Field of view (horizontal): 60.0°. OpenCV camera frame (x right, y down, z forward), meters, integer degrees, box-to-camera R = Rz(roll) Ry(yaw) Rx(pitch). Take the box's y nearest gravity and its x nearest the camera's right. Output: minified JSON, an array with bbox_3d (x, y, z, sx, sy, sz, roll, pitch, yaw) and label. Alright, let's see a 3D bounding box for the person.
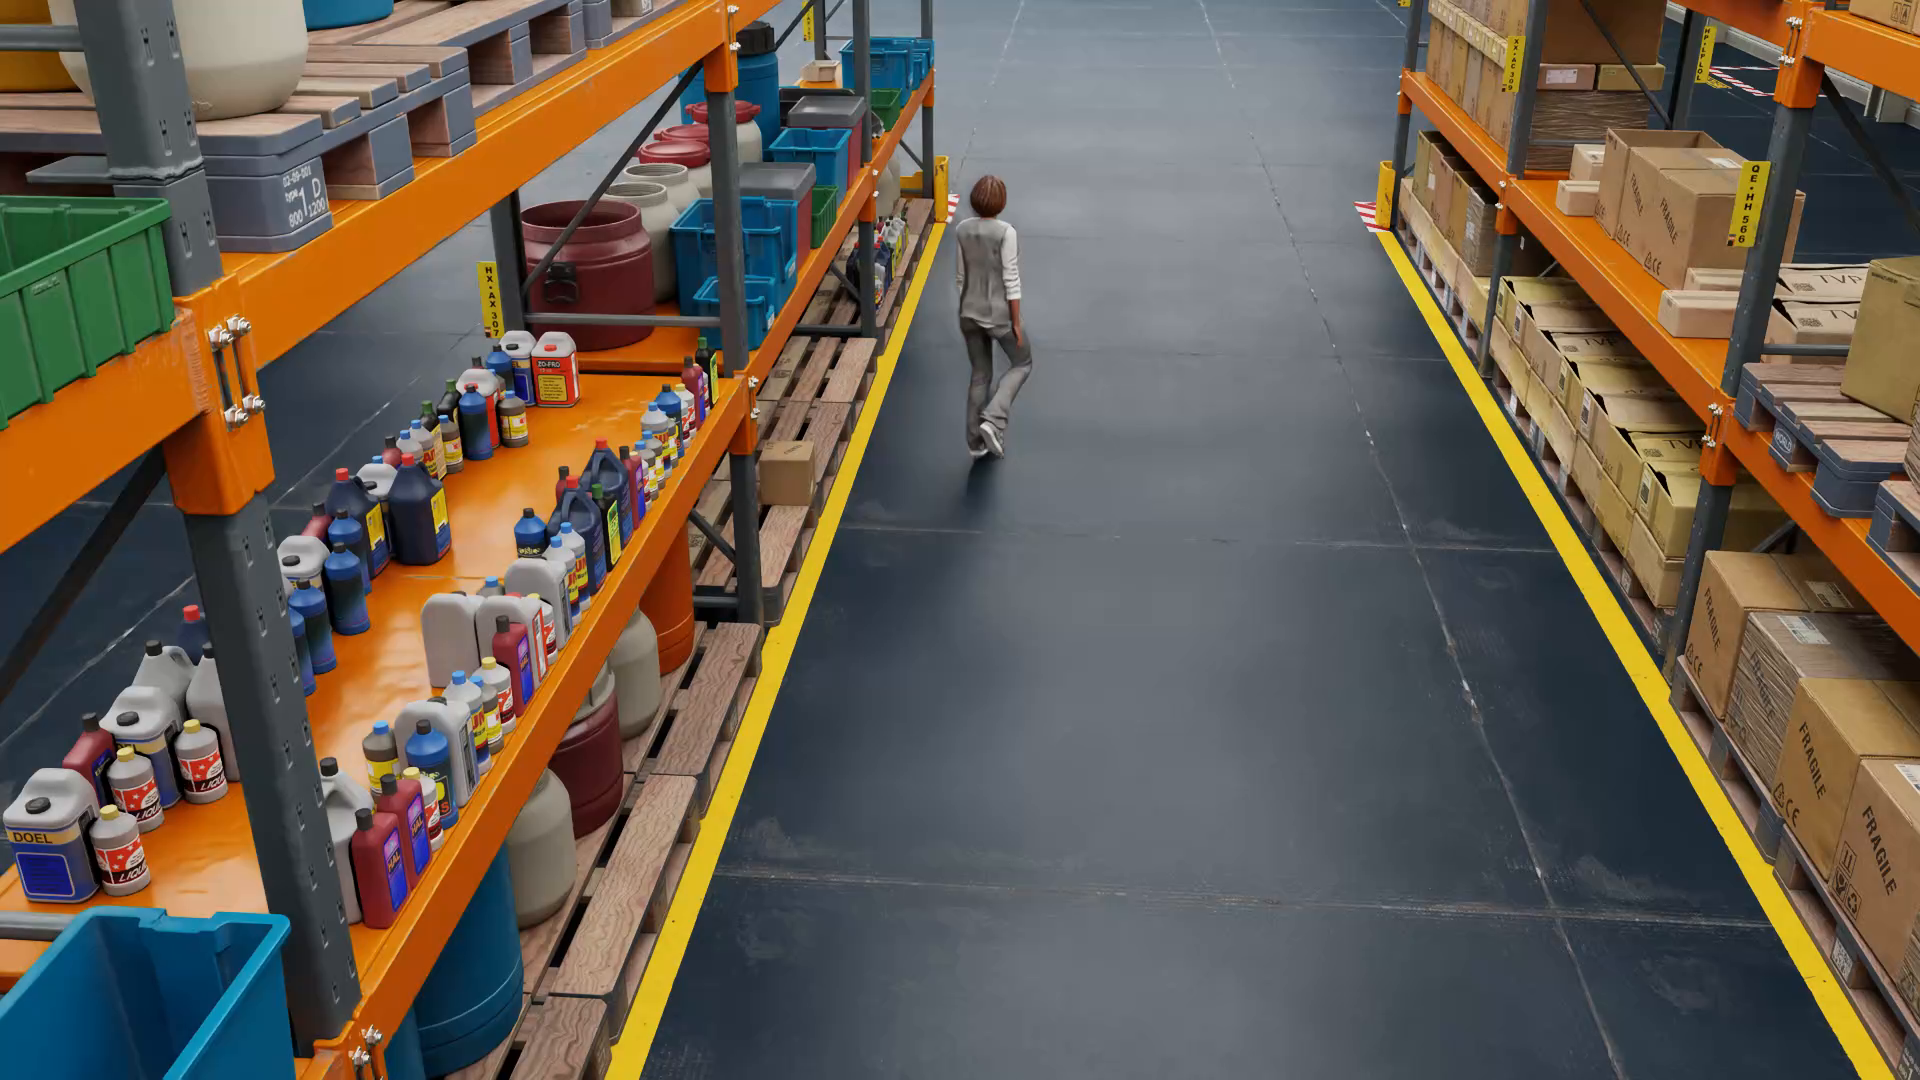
[{"bbox_3d":[0.174,-1.226,9.191,0.449,1.592,0.427,14,28,27],"label":"person"}]
